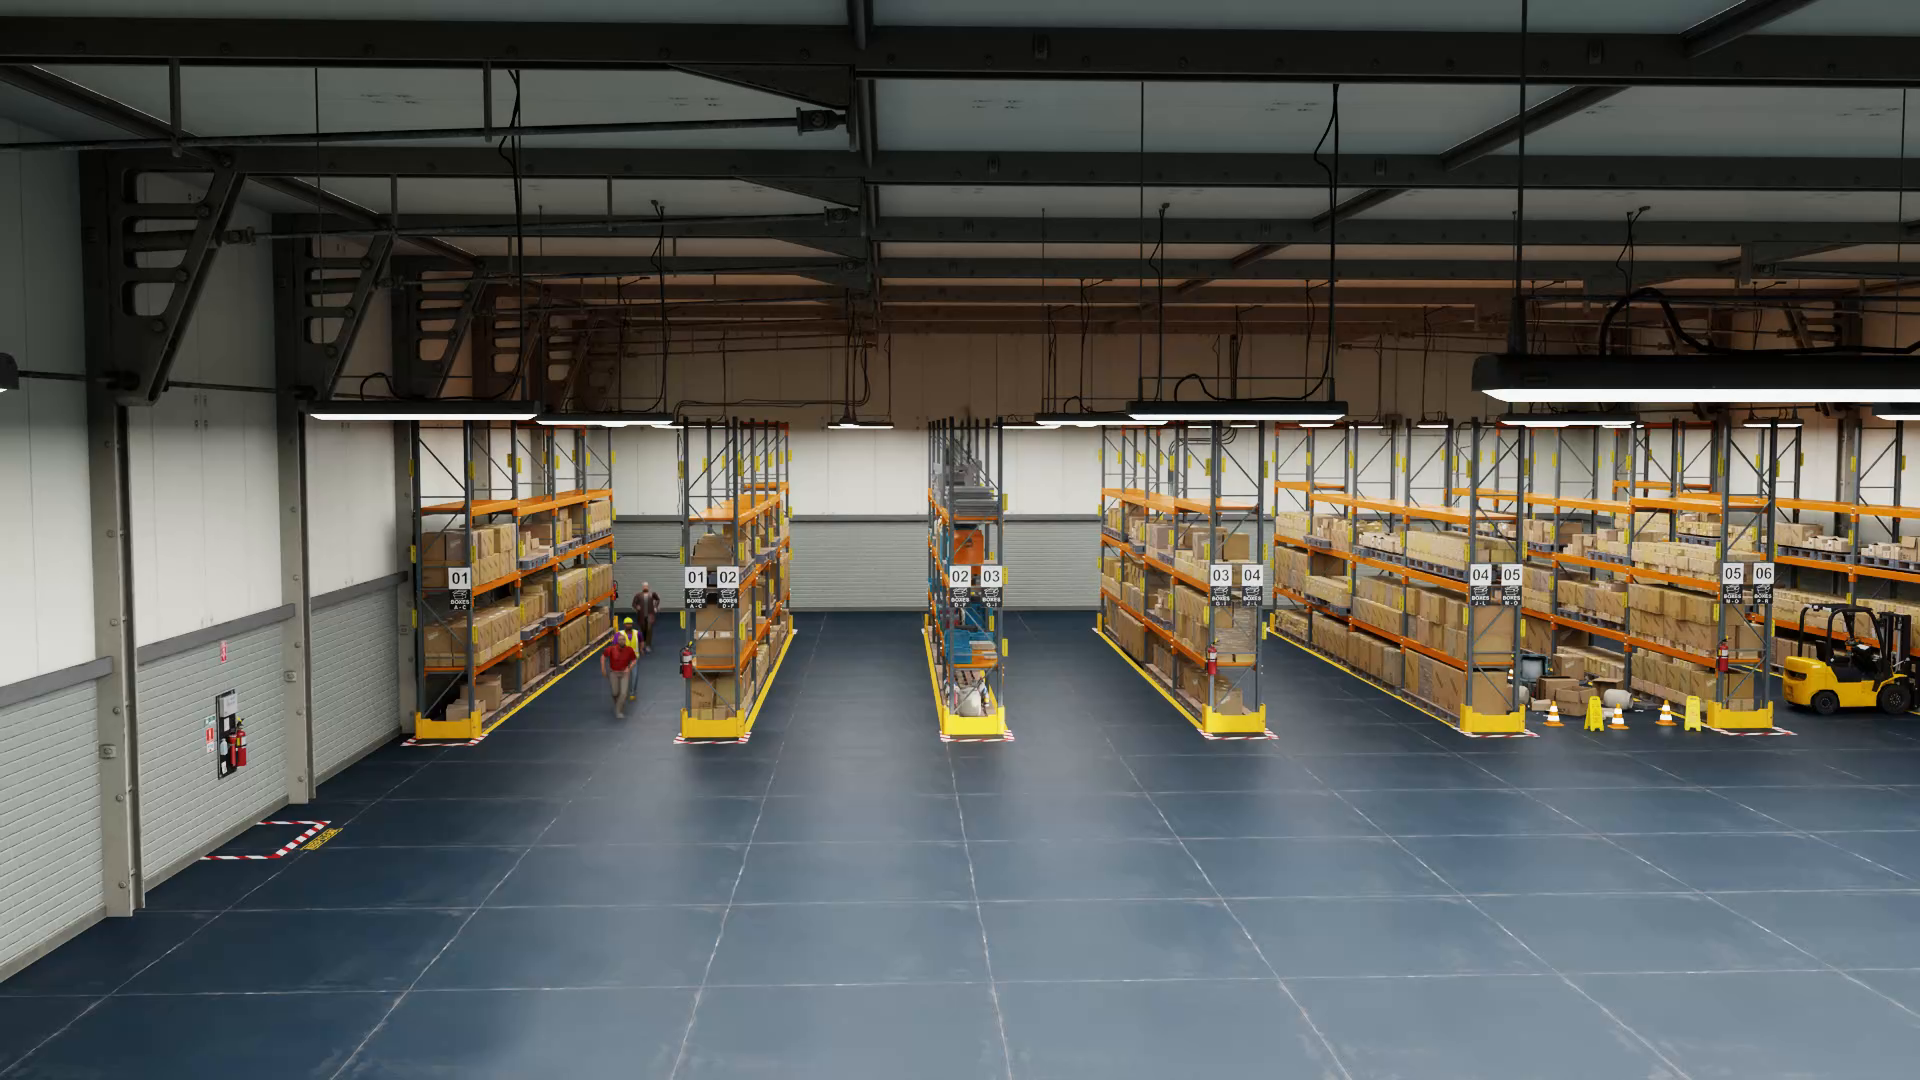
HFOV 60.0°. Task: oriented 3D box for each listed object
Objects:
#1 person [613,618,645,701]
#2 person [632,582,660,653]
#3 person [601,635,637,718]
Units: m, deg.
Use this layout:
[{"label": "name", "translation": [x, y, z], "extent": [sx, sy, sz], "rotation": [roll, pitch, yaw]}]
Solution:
[{"label": "person", "translation": [-7.086, 2.527, 35.610], "extent": [0.707, 1.745, 0.877], "rotation": [-1, 4, -22]}, {"label": "person", "translation": [-8.209, 1.996, 43.469], "extent": [0.710, 1.790, 1.042], "rotation": [-1, 4, -9]}, {"label": "person", "translation": [-6.838, 2.730, 33.371], "extent": [0.702, 1.682, 0.704], "rotation": [-1, 4, -18]}]
